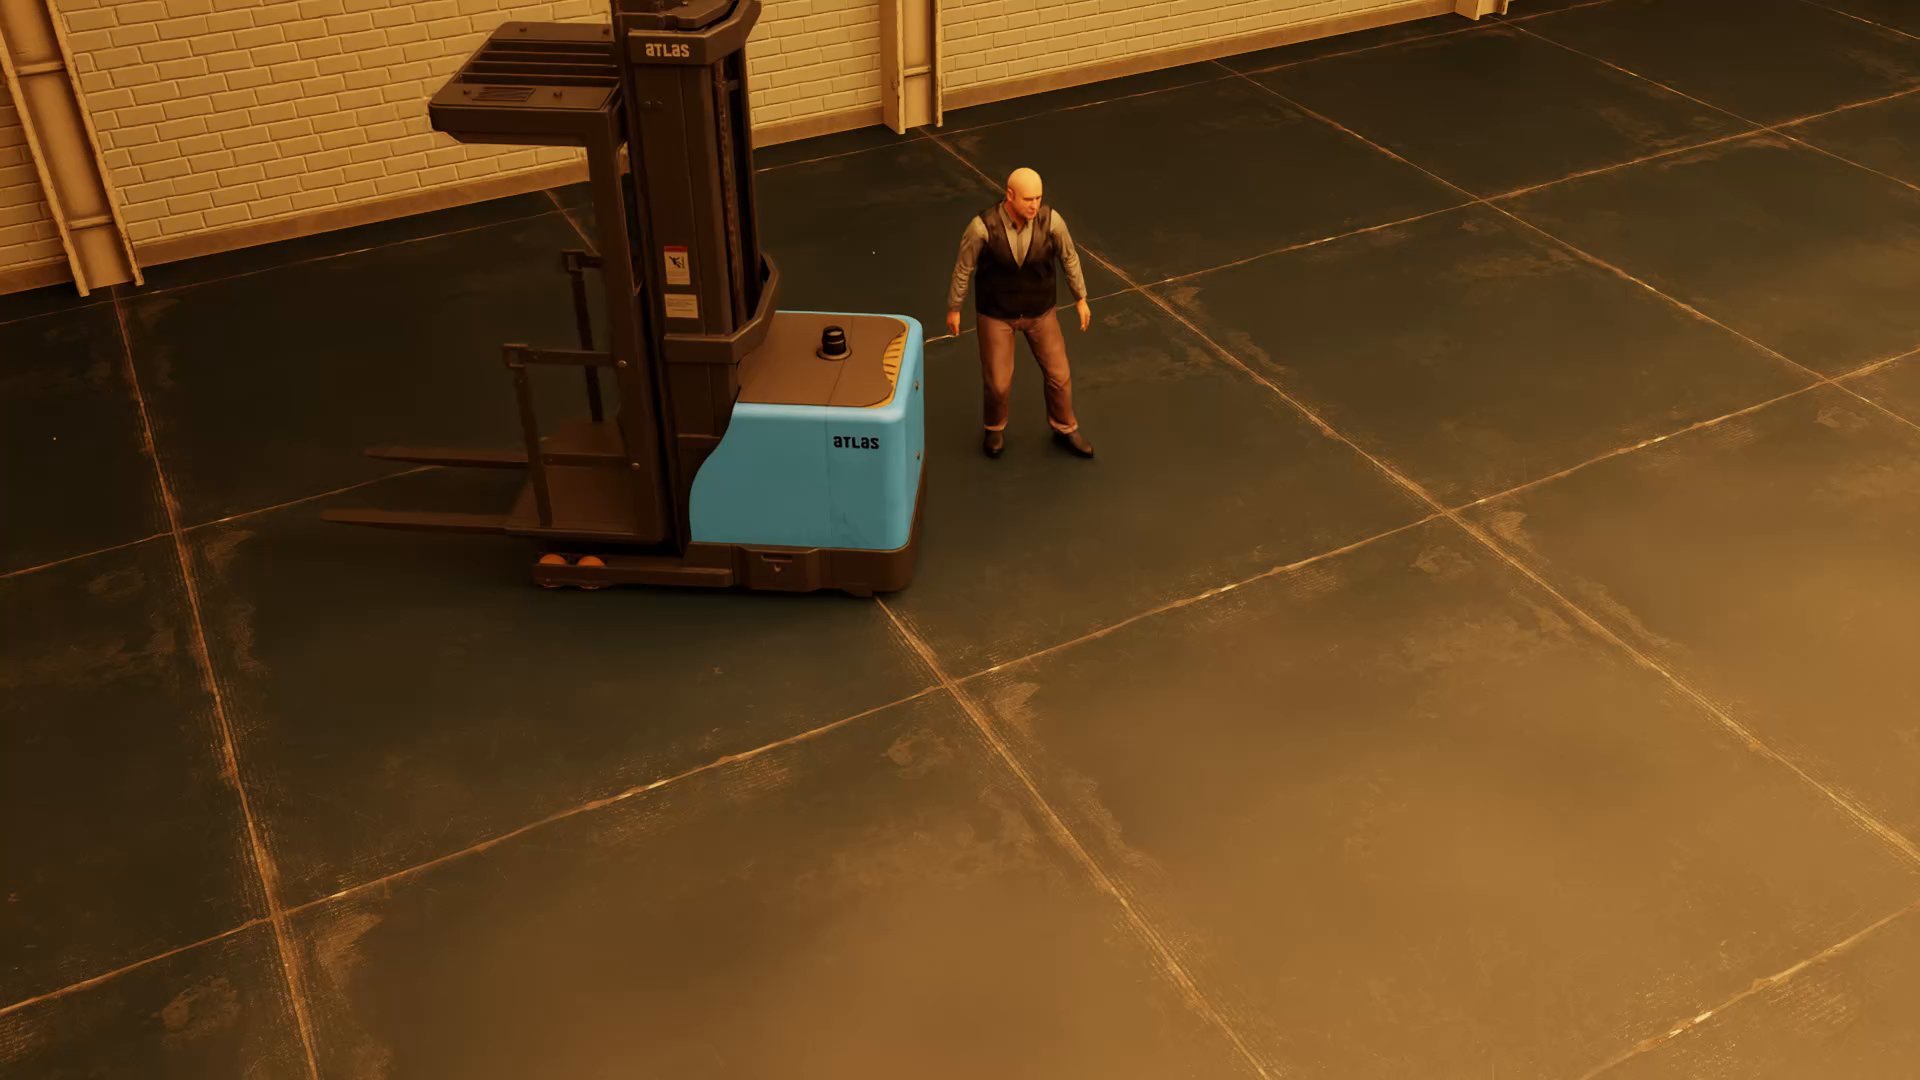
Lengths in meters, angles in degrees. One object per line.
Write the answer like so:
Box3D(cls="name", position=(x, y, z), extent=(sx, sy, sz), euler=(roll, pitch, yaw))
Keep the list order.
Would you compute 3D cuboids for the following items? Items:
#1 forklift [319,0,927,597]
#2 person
Box3D(cls="forklift", position=(-1.719, -1.250, 7.891), extent=(3.031, 2.935, 1.130), euler=(3, 35, 4))
Box3D(cls="person", position=(0.332, -1.218, 8.919), extent=(0.805, 1.693, 0.394), euler=(-6, 36, -8))
